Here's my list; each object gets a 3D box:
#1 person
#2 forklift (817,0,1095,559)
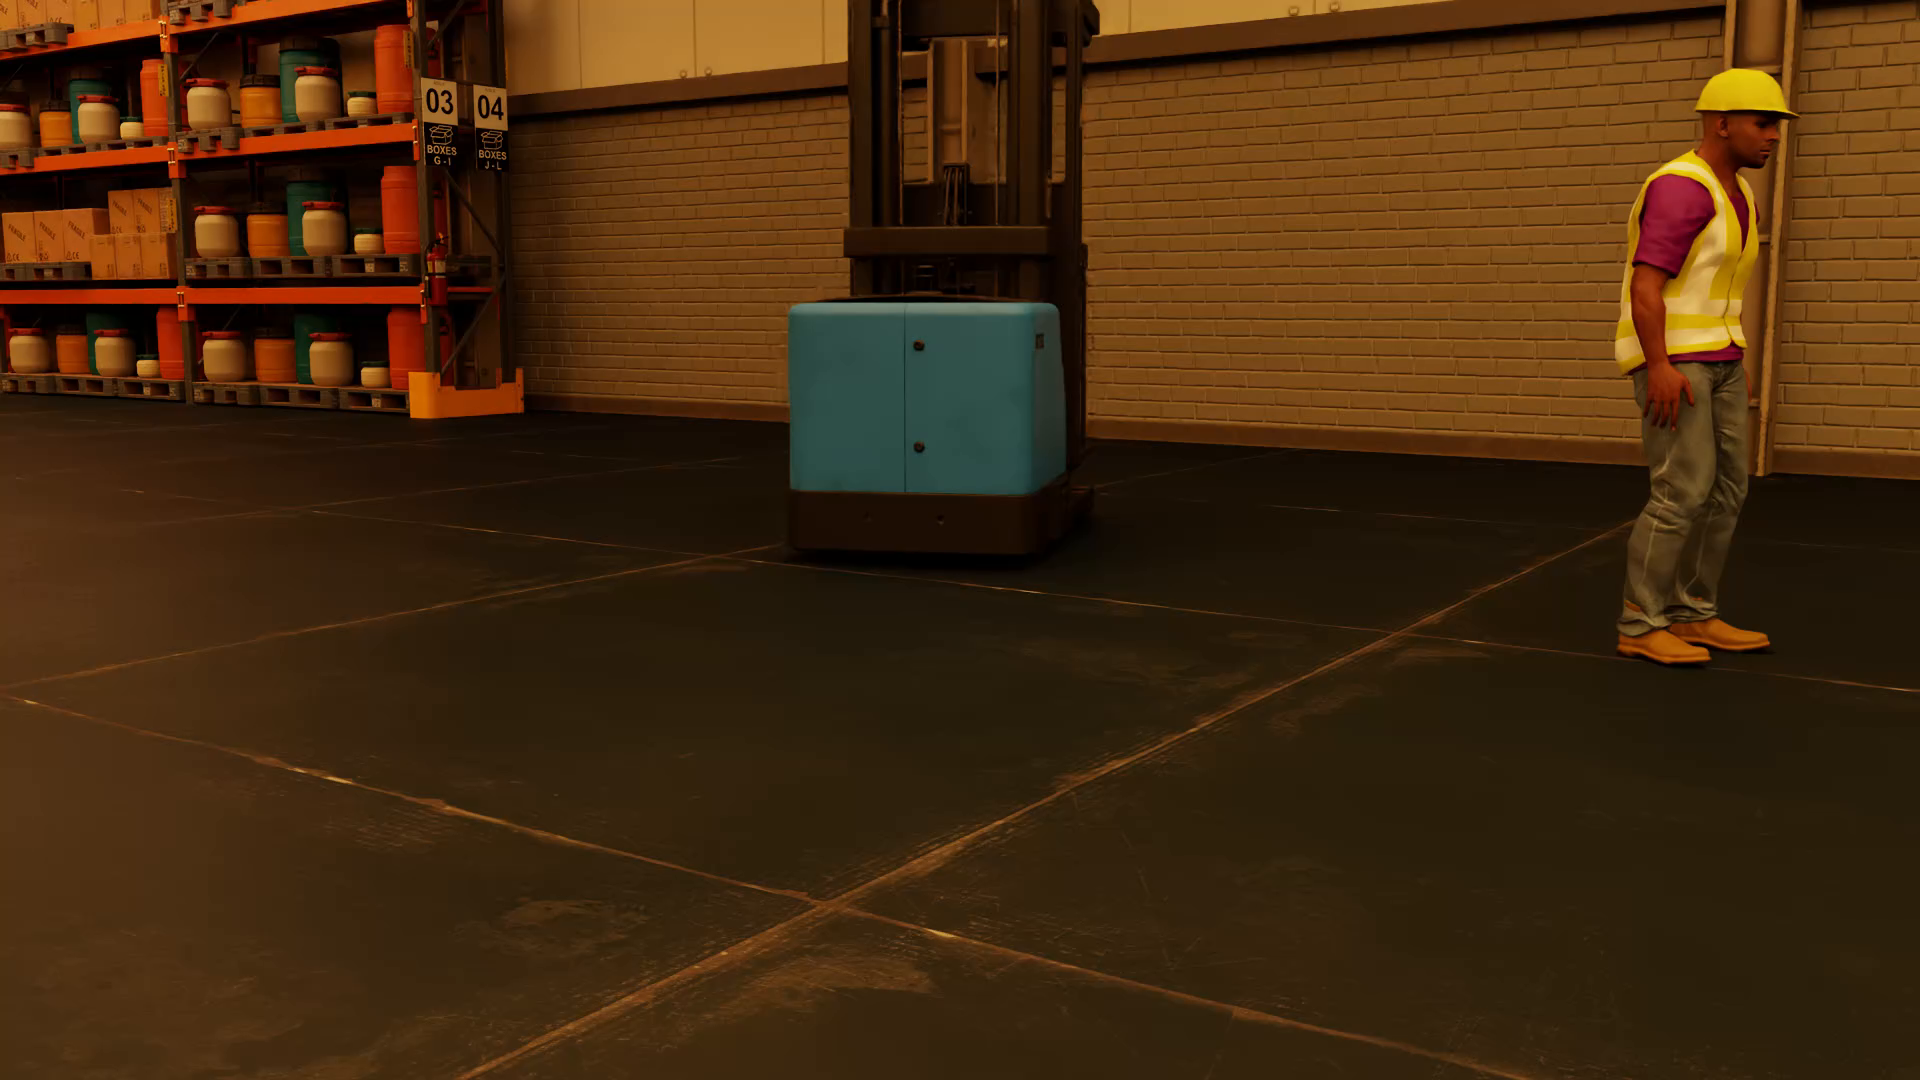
[{"bbox_3d":[2.250,-0.523,5.049,0.626,1.759,0.461,-7,11,-42],"label":"person"},{"bbox_3d":[-0.121,-1.541,8.028,1.130,2.935,3.031,-1,8,-6],"label":"forklift"}]
